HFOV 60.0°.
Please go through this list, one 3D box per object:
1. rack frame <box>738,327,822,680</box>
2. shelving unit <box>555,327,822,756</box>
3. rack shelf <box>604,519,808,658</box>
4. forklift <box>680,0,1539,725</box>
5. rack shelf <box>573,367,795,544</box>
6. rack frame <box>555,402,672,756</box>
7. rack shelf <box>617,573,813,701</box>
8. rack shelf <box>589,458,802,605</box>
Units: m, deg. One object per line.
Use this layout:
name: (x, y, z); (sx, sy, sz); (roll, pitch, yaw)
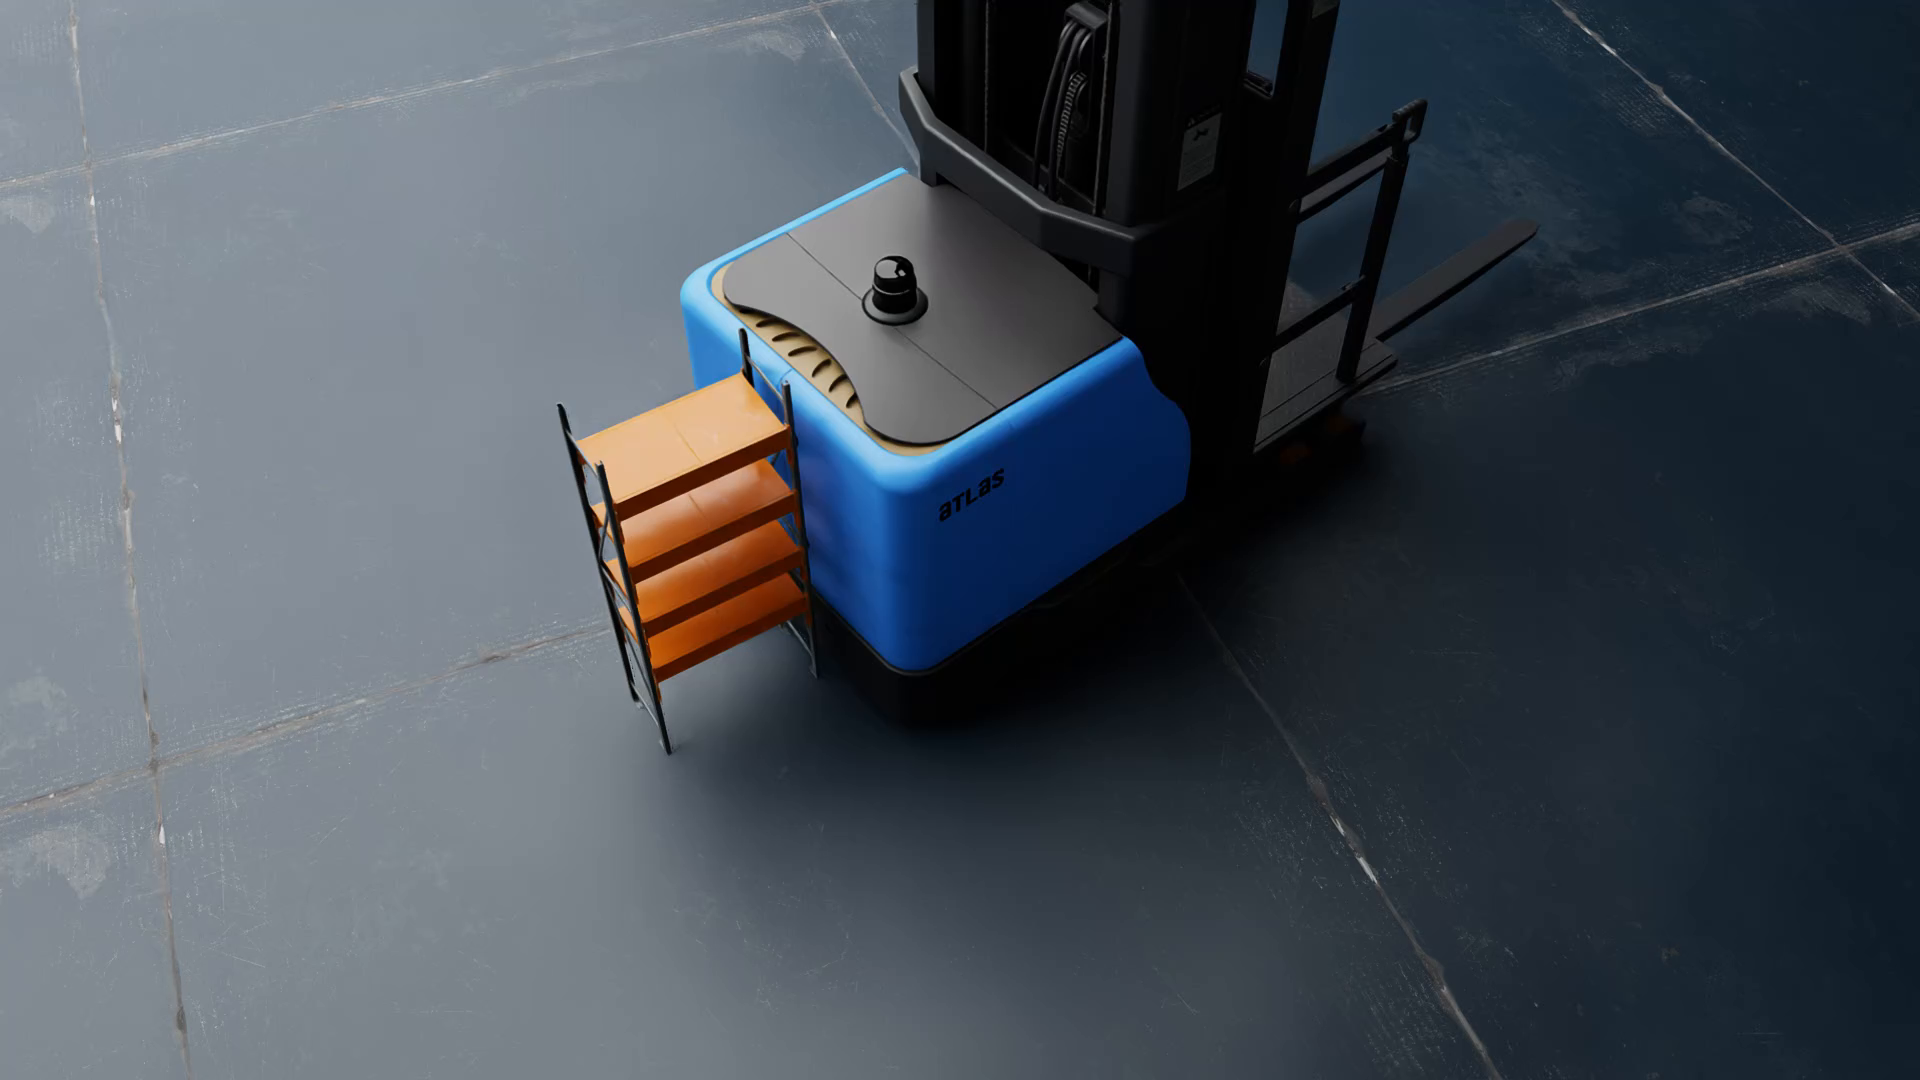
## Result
rack frame: (-0.479, -0.058, 4.509); (0.015, 1.200, 0.240); (-26, 54, -21)
shelving unit: (-0.684, 0.042, 4.423); (0.503, 1.200, 0.258); (-26, 54, -21)
rack shelf: (-0.684, 0.086, 4.474); (0.480, 0.148, 0.258); (-26, 54, -21)
forklift: (0.689, -1.391, 4.512); (3.031, 2.935, 1.130); (-32, 57, -25)
rack shelf: (-0.684, -0.214, 4.125); (0.480, 0.148, 0.258); (-26, 54, -21)
rack frame: (-0.889, 0.142, 4.337); (0.015, 1.200, 0.240); (-26, 54, -21)
rack shelf: (-0.684, 0.215, 4.625); (0.480, 0.148, 0.258); (-26, 54, -21)
rack shelf: (-0.684, -0.060, 4.304); (0.480, 0.148, 0.258); (-26, 54, -21)
